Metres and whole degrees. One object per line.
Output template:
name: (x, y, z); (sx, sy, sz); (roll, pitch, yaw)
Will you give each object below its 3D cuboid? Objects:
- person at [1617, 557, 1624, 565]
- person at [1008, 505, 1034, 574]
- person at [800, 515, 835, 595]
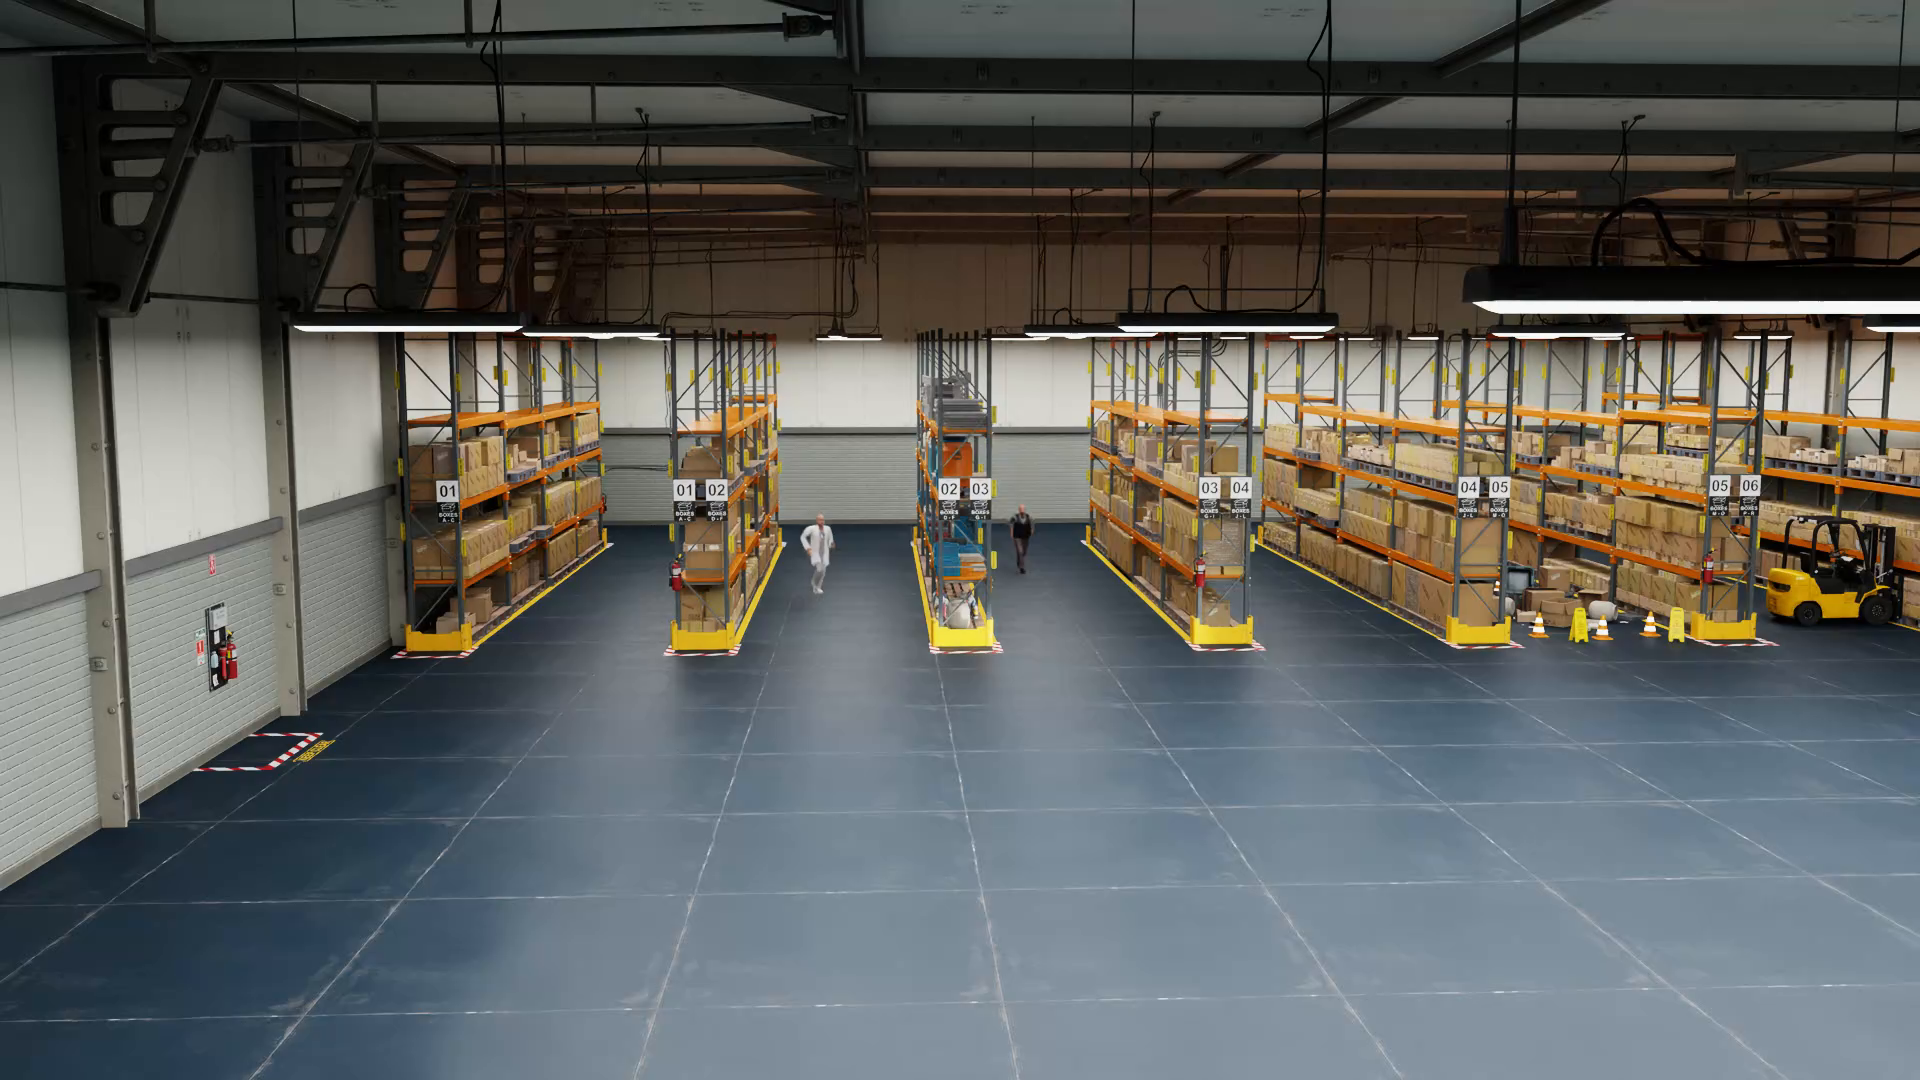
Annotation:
person: (17.041, -0.228, 43.173); (0.692, 1.744, 0.728); (-3, 7, -21)
person: (1.534, -0.043, 41.800); (0.633, 1.718, 0.936); (-2, 7, -15)
person: (-3.057, 0.339, 36.092); (0.716, 1.779, 0.709); (-3, 7, -26)
